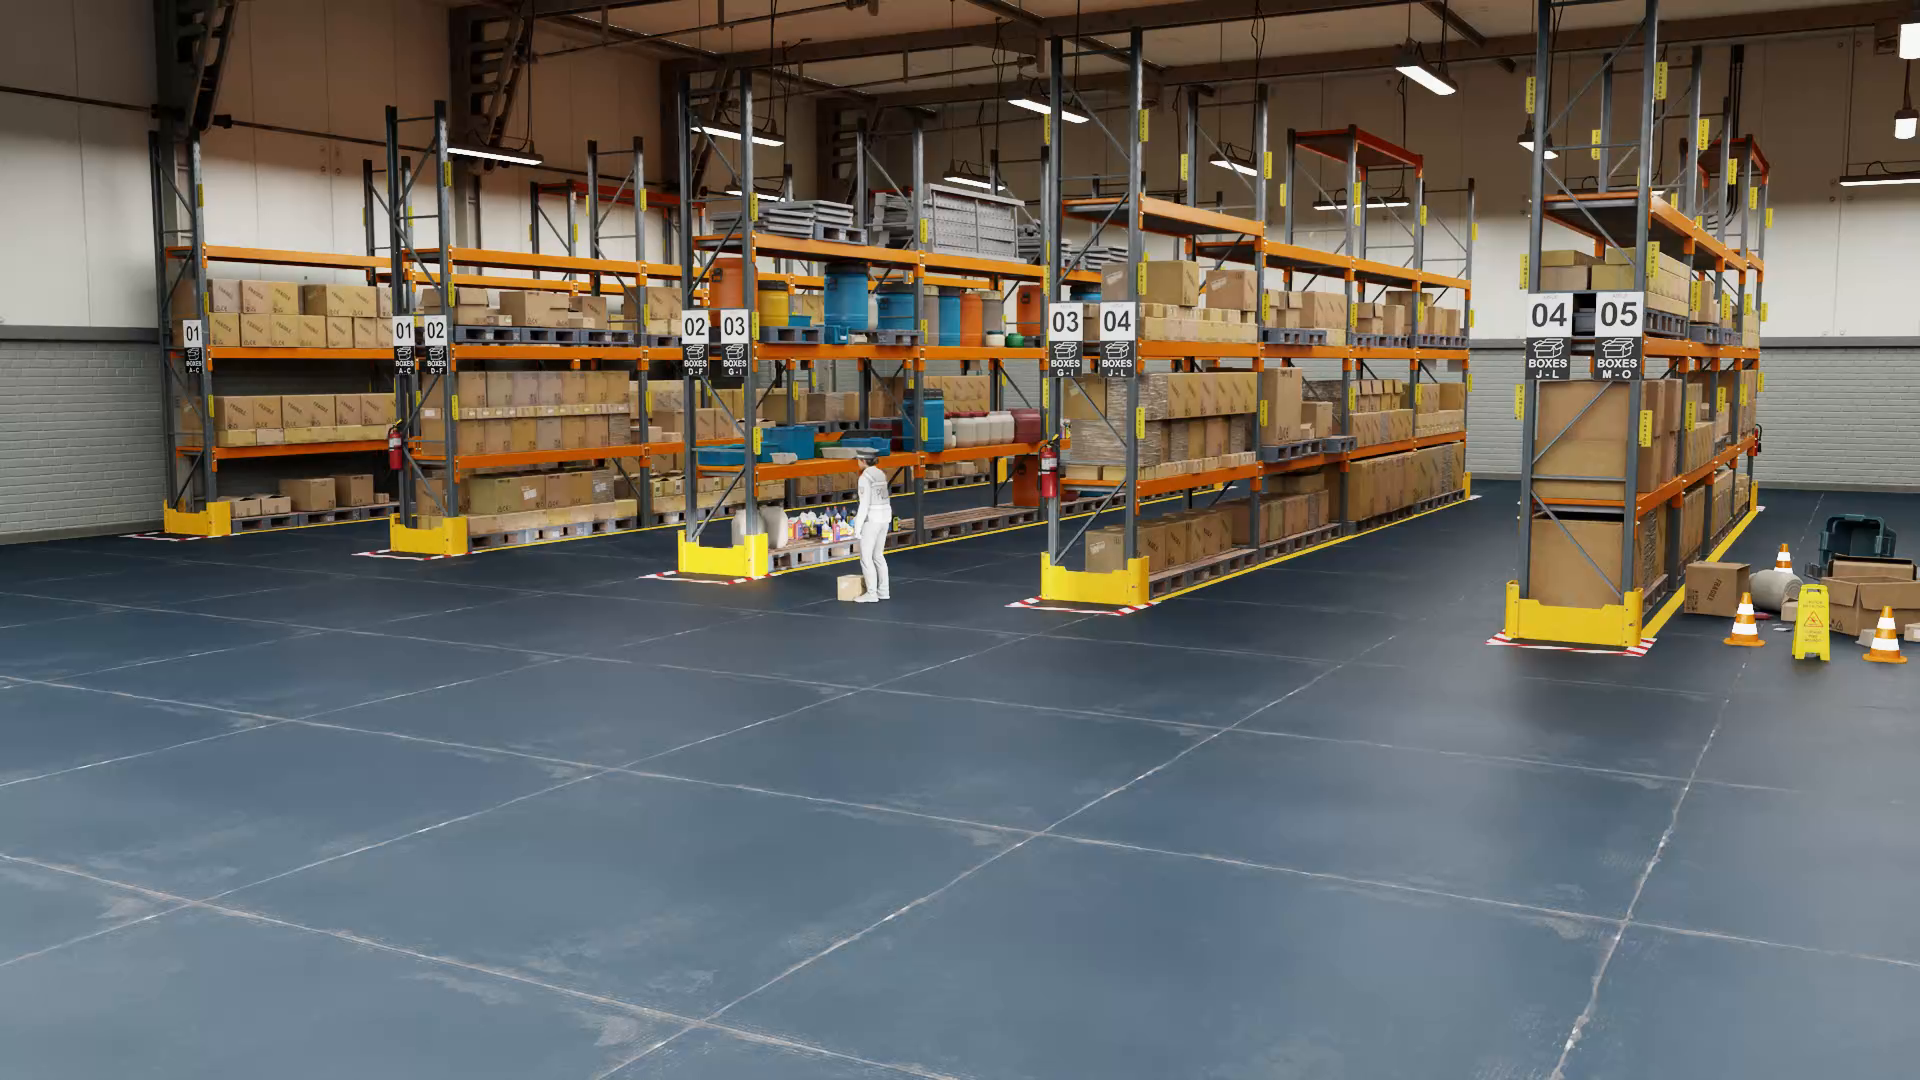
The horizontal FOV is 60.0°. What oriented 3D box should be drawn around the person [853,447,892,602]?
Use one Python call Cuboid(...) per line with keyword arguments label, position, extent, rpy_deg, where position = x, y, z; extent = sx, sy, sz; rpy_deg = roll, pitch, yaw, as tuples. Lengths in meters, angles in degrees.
Cuboid(label="person", position=(-0.946, -0.169, 17.947), extent=(0.371, 1.664, 0.530), rpy_deg=(3, 7, 29))
